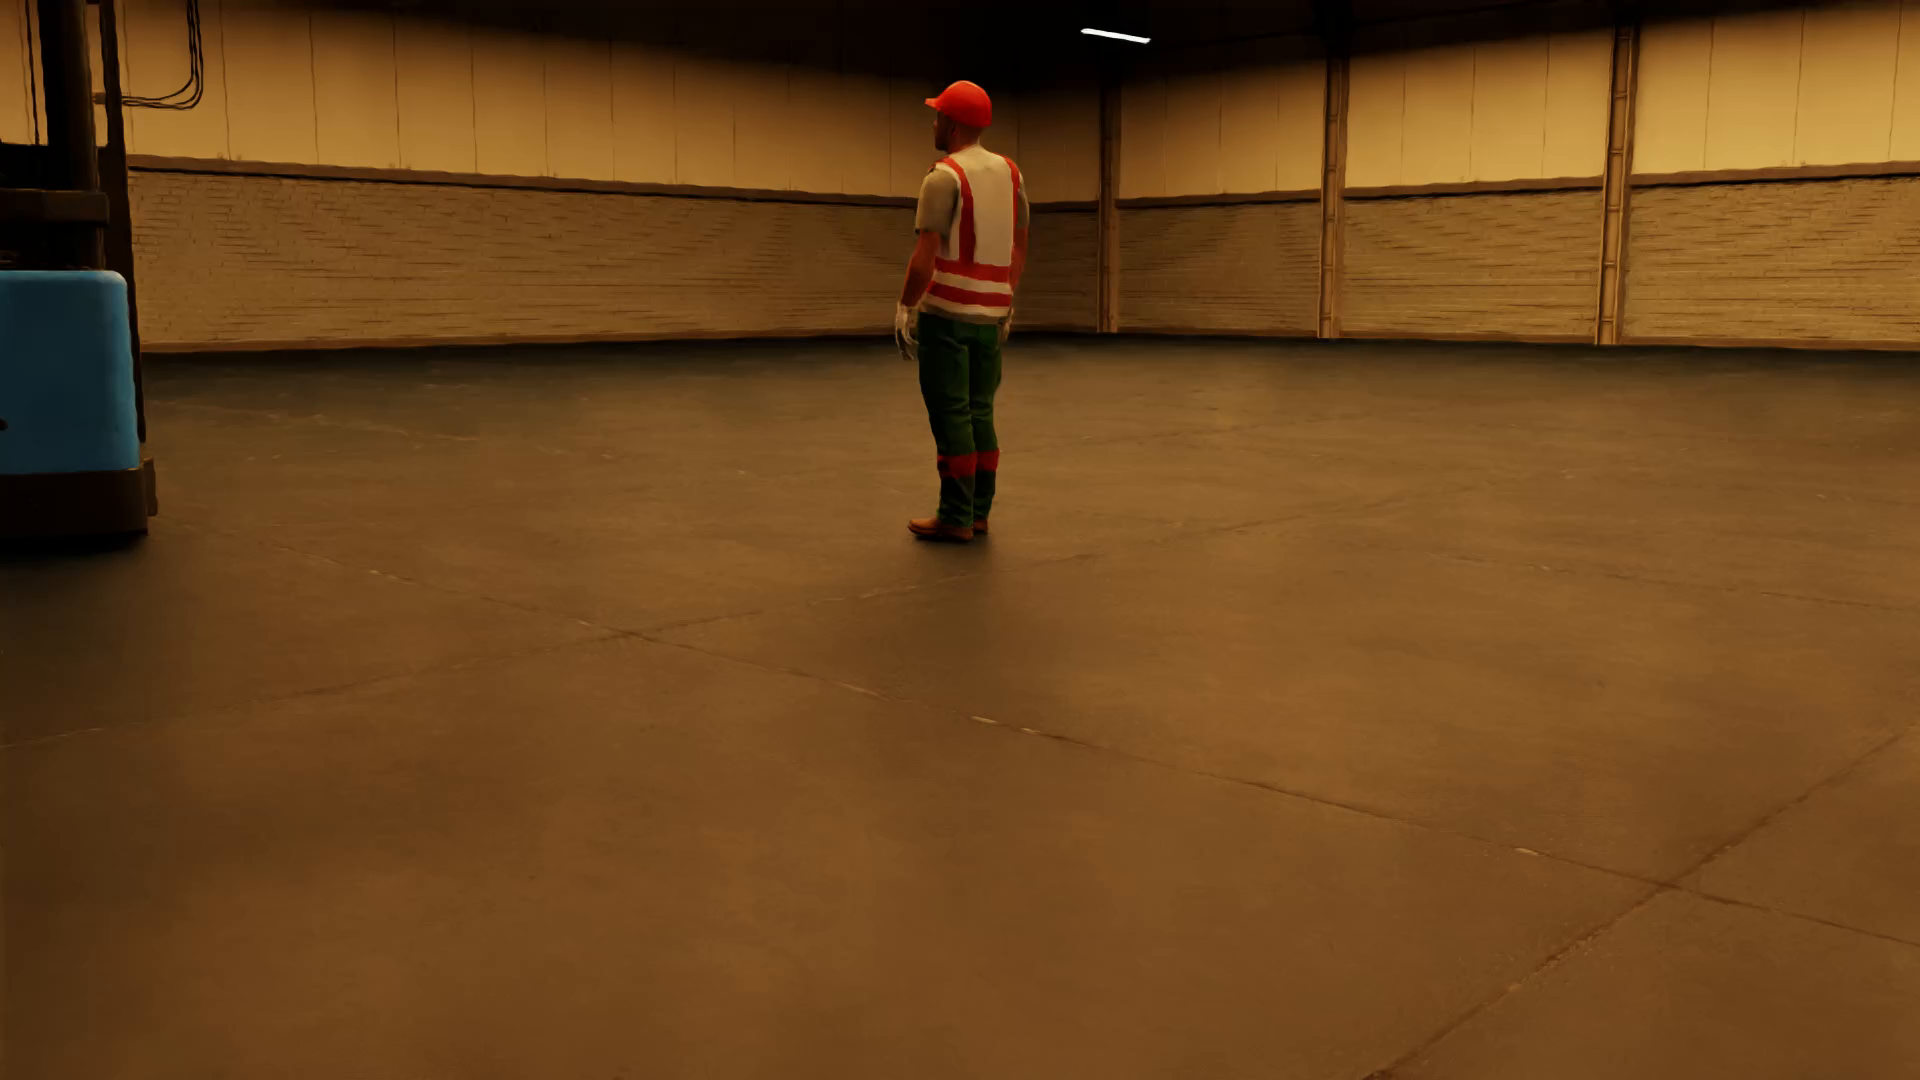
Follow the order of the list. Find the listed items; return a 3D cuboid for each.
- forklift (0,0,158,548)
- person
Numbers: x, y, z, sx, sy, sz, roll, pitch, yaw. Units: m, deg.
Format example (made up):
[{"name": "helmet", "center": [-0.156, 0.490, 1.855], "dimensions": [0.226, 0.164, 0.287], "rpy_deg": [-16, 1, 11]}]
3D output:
[{"name": "forklift", "center": [-4.298, -1.582, 7.382], "dimensions": [1.130, 2.935, 3.031], "rpy_deg": [-4, 10, -26]}, {"name": "person", "center": [-0.050, -0.901, 6.646], "dimensions": [0.563, 1.787, 0.637], "rpy_deg": [8, 12, 43]}]
